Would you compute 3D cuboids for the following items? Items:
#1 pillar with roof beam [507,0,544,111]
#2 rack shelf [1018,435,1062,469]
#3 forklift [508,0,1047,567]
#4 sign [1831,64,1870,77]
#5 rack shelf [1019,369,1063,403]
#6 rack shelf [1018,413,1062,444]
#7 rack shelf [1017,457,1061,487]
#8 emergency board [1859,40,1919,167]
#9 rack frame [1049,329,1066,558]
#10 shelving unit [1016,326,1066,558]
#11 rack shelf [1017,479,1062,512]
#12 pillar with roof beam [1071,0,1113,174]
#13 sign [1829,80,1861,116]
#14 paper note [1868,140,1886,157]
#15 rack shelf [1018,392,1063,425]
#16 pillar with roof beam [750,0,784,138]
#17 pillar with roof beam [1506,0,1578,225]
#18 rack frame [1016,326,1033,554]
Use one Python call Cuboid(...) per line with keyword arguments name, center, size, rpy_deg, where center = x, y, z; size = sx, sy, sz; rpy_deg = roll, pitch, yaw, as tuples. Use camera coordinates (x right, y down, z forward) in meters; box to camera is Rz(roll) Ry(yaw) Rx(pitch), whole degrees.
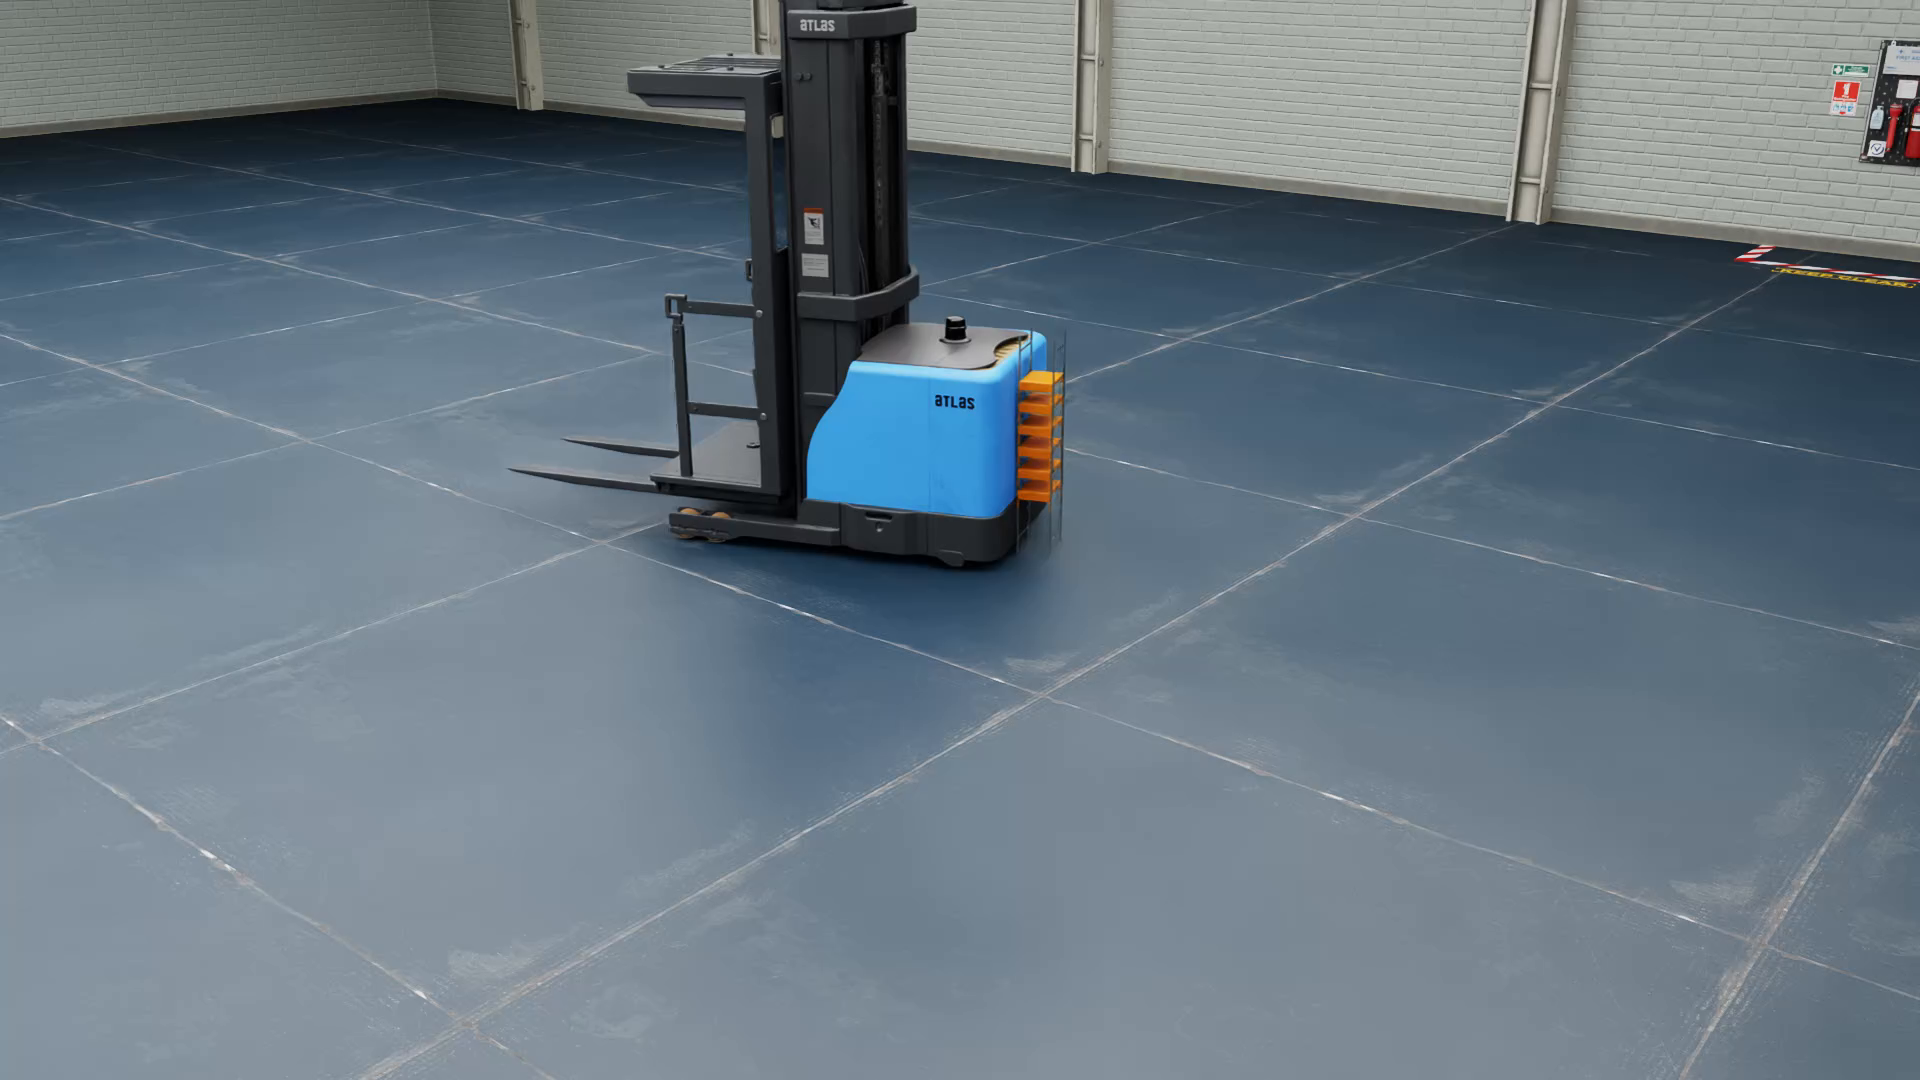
Cuboid(name="pillar with roof beam", center=(-10.288, -10.635, 24.618), size=(0.400, 9.000, 9.100), rpy_deg=(16, 26, 36))
Cuboid(name="rack shelf", center=(0.429, -0.473, 8.848), size=(0.180, 0.103, 0.258), rpy_deg=(7, 22, 17))
Cuboid(name="forklift", center=(-1.084, -1.522, 9.051), size=(3.031, 2.935, 1.130), rpy_deg=(7, 22, 17))
Cuboid(name="sign", center=(8.772, -4.625, 16.380), size=(0.331, 0.109, 0.001), rpy_deg=(16, 26, 36))
Cuboid(name="rack shelf", center=(0.429, -0.810, 8.721), size=(0.180, 0.103, 0.258), rpy_deg=(7, 22, 17))
Cuboid(name="rack shelf", center=(0.429, -0.585, 8.805), size=(0.180, 0.103, 0.258), rpy_deg=(7, 22, 17))
Cuboid(name="rack shelf", center=(0.429, -0.361, 8.890), size=(0.180, 0.103, 0.258), rpy_deg=(7, 22, 17))
Cuboid(name="emergency board", center=(9.137, -4.212, 16.087), size=(0.643, 1.169, 0.194), rpy_deg=(16, 26, 36))
Cuboid(name="rack frame", center=(0.516, -0.504, 8.805), size=(0.006, 1.200, 0.240), rpy_deg=(7, 22, 17))
Cuboid(name="shelving unit", center=(0.429, -0.515, 8.832), size=(0.189, 1.200, 0.258), rpy_deg=(7, 22, 17))
Cuboid(name="rack shelf", center=(0.429, -0.248, 8.932), size=(0.180, 0.103, 0.258), rpy_deg=(7, 22, 17))
Cuboid(name="pillar with roof beam", center=(-0.991, -7.958, 17.518), size=(0.400, 9.000, 9.100), rpy_deg=(16, 26, 36))
Cuboid(name="sign", center=(8.774, -4.381, 16.483), size=(0.234, 0.329, 0.001), rpy_deg=(16, 26, 36))
Cuboid(name="paper note", center=(9.044, -3.859, 16.398), size=(0.142, 0.148, 0.016), rpy_deg=(16, 26, 36))
Cuboid(name="rack shelf", center=(0.429, -0.698, 8.763), size=(0.180, 0.103, 0.258), rpy_deg=(7, 22, 17))
Cuboid(name="pillar with roof beam", center=(-5.639, -9.297, 21.068), size=(0.400, 9.000, 9.100), rpy_deg=(16, 26, 36))
Cuboid(name="pillar with roof beam", center=(3.657, -6.619, 13.968), size=(0.400, 9.000, 9.100), rpy_deg=(16, 26, 36))
Cuboid(name="rack frame", center=(0.342, -0.525, 8.859), size=(0.006, 1.200, 0.240), rpy_deg=(7, 22, 17))
